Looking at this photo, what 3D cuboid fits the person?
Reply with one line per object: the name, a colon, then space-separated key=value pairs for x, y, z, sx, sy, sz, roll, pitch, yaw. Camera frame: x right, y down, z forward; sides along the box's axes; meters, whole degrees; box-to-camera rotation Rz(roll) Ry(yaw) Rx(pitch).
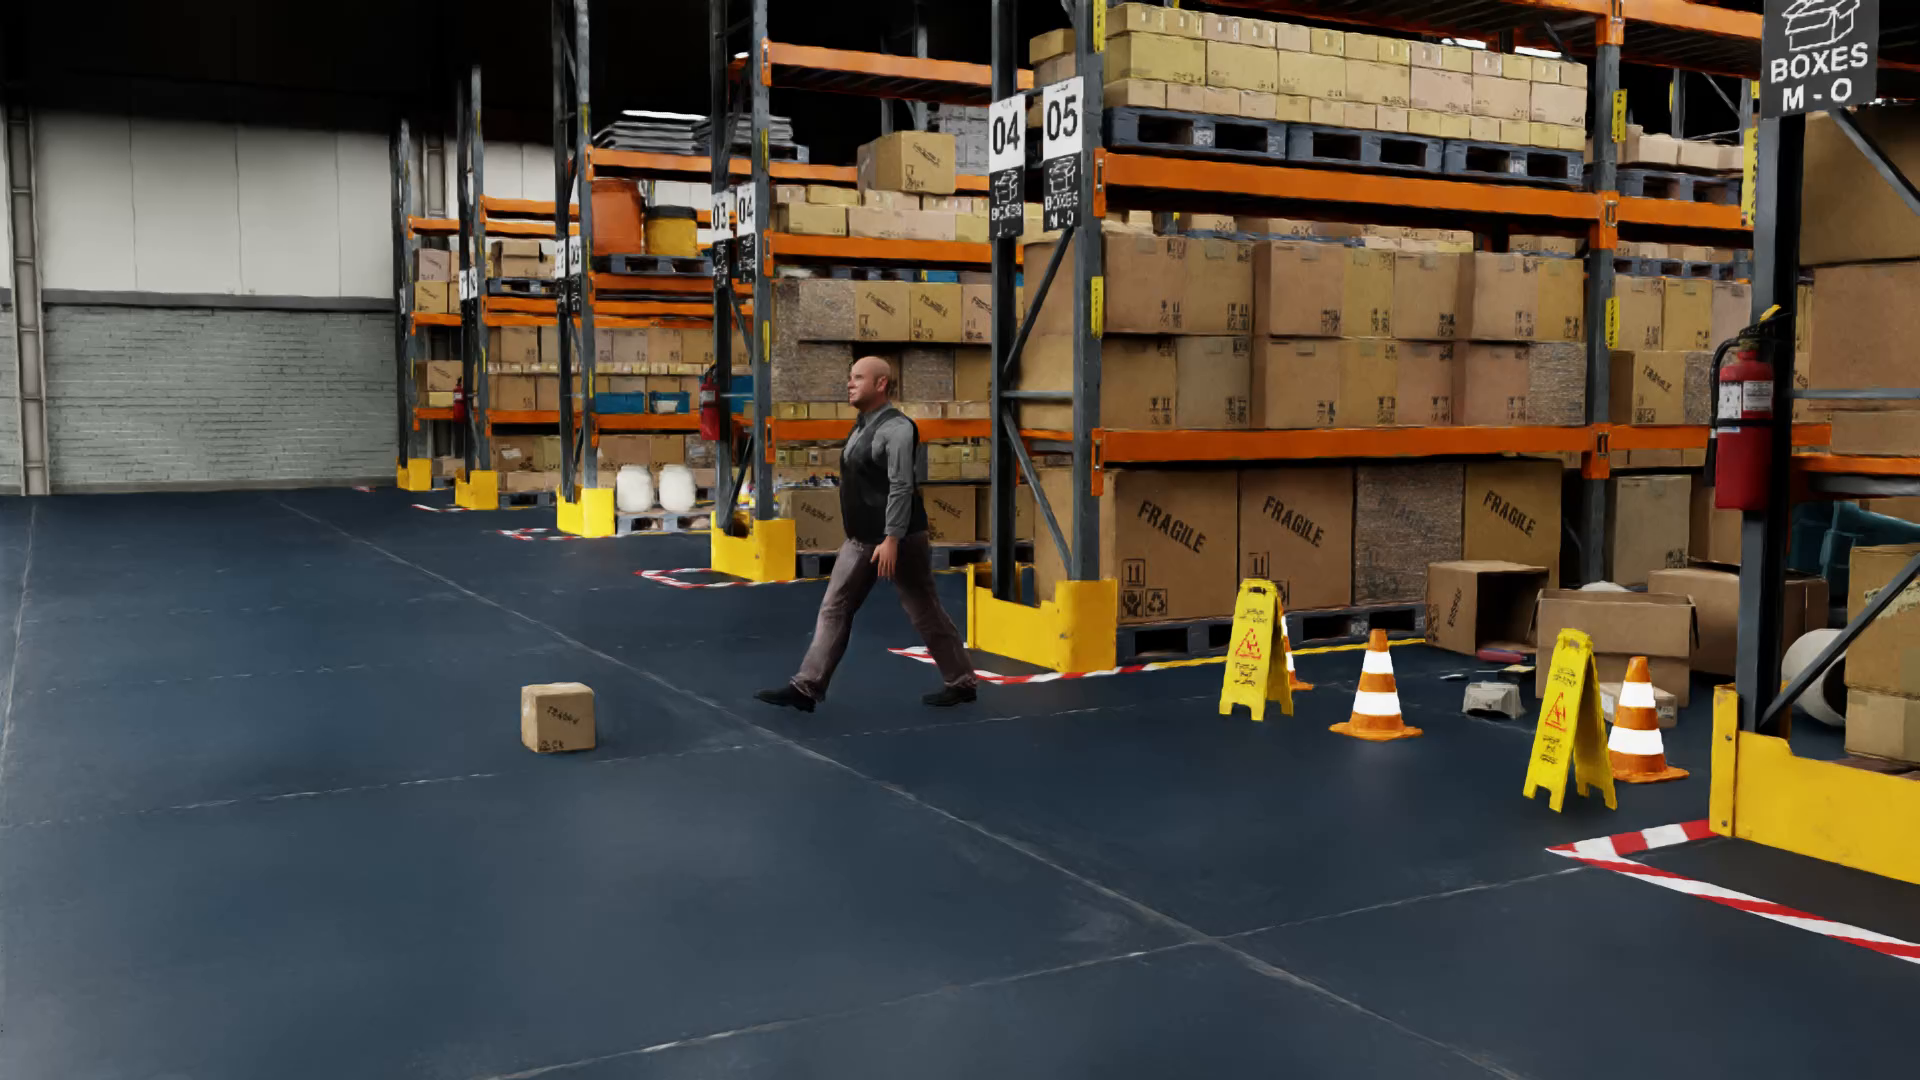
person: x=-0.398 y=-0.019 z=7.708 sx=1.072 sy=1.652 sz=0.553 roll=-3 pitch=6 yaw=-31
